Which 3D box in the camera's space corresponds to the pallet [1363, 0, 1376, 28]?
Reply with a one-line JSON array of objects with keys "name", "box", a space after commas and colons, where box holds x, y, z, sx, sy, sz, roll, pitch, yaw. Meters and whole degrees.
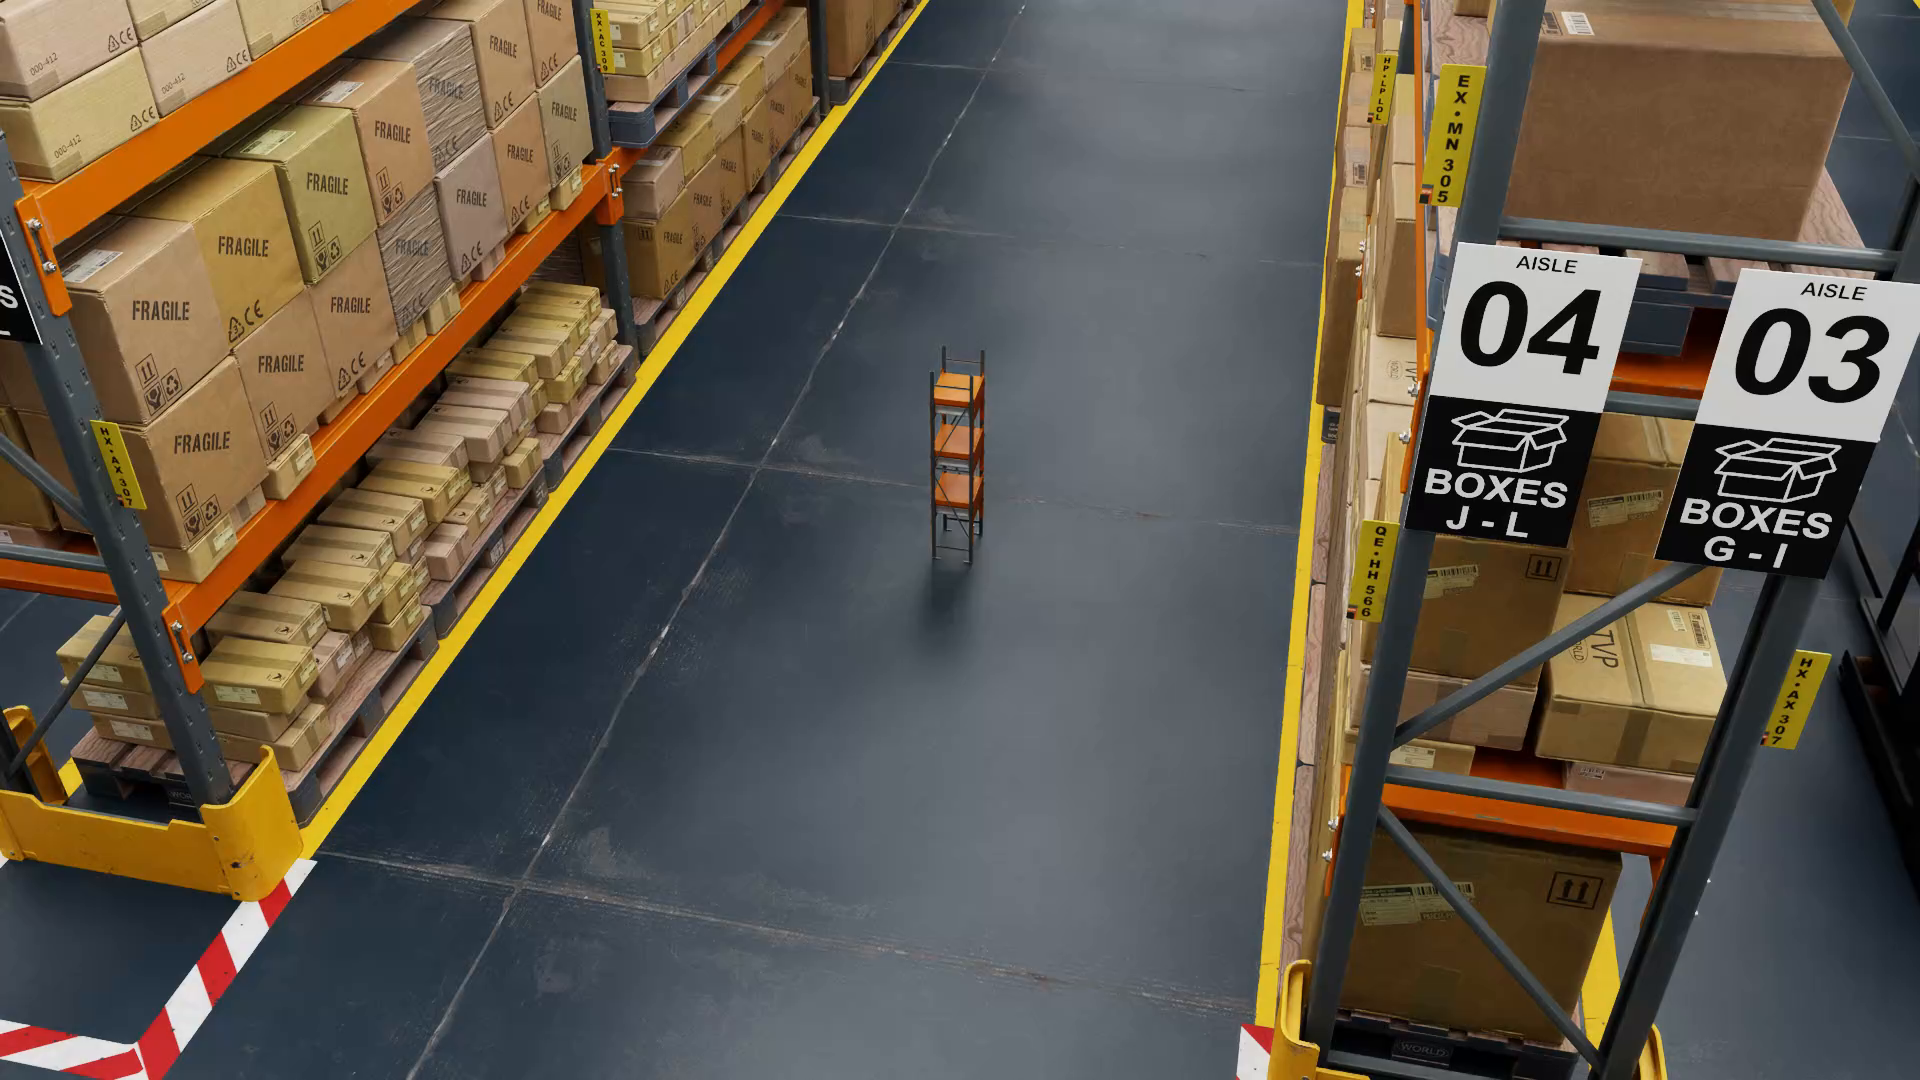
[{"name": "pallet", "box": [4.017, -4.578, 14.387, 1.003, 0.211, 1.213, 7, 37, 10]}]

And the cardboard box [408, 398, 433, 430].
[{"name": "cardboard box", "box": [-2.866, -0.606, 8.348, 0.380, 0.149, 0.250, 9, 37, 12]}]

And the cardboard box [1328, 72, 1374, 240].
[{"name": "cardboard box", "box": [2.962, -2.267, 10.275, 1.225, 0.875, 0.875, 7, 37, 10]}]

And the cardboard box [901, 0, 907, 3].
[{"name": "cardboard box", "box": [-0.897, -5.173, 14.391, 1.050, 0.750, 0.750, 7, 37, 10]}]

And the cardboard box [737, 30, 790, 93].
[{"name": "cardboard box", "box": [-1.484, -3.286, 11.361, 0.500, 0.250, 0.500, 8, 37, 11]}]

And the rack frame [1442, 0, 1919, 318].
[{"name": "rack frame", "box": [1.619, -1.703, 2.932, 1.000, 3.000, 0.127, 7, 37, 10]}]

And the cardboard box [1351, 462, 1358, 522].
[{"name": "cardboard box", "box": [1.644, -0.152, 6.118, 0.380, 0.149, 0.250, 7, 37, 10]}]

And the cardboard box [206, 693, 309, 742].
[{"name": "cardboard box", "box": [-2.843, 0.642, 6.627, 0.380, 0.149, 0.250, 9, 37, 12]}]

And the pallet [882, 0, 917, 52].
[{"name": "pallet", "box": [-0.992, -4.551, 14.349, 1.003, 0.211, 1.213, 7, 37, 10]}]

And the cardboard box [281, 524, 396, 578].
[{"name": "cardboard box", "box": [-2.669, 0.078, 7.151, 0.380, 0.149, 0.250, 6, 36, 8]}]

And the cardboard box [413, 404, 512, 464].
[{"name": "cardboard box", "box": [-2.380, -0.510, 7.962, 0.380, 0.149, 0.250, 6, 36, 8]}]

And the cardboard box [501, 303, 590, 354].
[{"name": "cardboard box", "box": [-2.189, -1.116, 8.798, 0.380, 0.149, 0.250, 8, 37, 11]}]

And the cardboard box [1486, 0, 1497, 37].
[{"name": "cardboard box", "box": [1.978, -1.655, 4.893, 0.700, 0.500, 0.500, 5, 36, 7]}]

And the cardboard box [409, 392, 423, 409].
[{"name": "cardboard box", "box": [-2.917, -0.742, 8.283, 0.380, 0.149, 0.250, 8, 37, 11]}]

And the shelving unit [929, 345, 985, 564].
[{"name": "shelving unit", "box": [-0.011, -0.394, 7.900, 0.215, 1.050, 0.252, 7, 37, 10]}]

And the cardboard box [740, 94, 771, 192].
[{"name": "cardboard box", "box": [-1.593, -2.686, 11.172, 0.500, 0.500, 0.500, 6, 36, 8]}]

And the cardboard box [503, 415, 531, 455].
[{"name": "cardboard box", "box": [-2.378, -0.570, 8.299, 0.380, 0.149, 0.250, 8, 37, 11]}]

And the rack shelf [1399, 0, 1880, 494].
[{"name": "rack shelf", "box": [2.046, -1.344, 5.605, 1.077, 0.370, 4.000, 7, 37, 10]}]

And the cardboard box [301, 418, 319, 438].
[{"name": "cardboard box", "box": [-2.771, -0.461, 6.544, 0.380, 0.149, 0.250, 9, 37, 12]}]

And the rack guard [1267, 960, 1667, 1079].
[{"name": "rack guard", "box": [1.613, 1.752, 5.407, 1.175, 0.500, 0.348, 7, 37, 10]}]

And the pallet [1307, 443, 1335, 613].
[{"name": "pallet", "box": [2.234, -0.012, 8.087, 1.003, 0.211, 1.213, 7, 37, 10]}]

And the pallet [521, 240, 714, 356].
[{"name": "pallet", "box": [-2.186, -1.565, 10.229, 1.003, 0.211, 1.213, 7, 37, 10]}]

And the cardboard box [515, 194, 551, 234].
[{"name": "cardboard box", "box": [-2.247, -1.645, 8.178, 0.380, 0.149, 0.250, 9, 37, 12]}]

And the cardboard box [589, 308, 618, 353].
[{"name": "cardboard box", "box": [-2.108, -1.163, 9.116, 0.380, 0.149, 0.250, 8, 37, 11]}]

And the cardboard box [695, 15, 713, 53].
[{"name": "cardboard box", "box": [-1.652, -2.930, 9.593, 0.380, 0.149, 0.250, 8, 37, 10]}]

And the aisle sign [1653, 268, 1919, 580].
[{"name": "aisle sign", "box": [1.896, -0.248, 3.821, 0.394, 0.787, 0.004, 7, 37, 10]}]

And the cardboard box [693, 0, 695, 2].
[{"name": "cardboard box", "box": [-1.651, -3.175, 9.423, 0.380, 0.149, 0.250, 7, 36, 9]}]

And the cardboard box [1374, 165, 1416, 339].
[{"name": "cardboard box", "box": [1.902, -1.108, 6.458, 0.500, 0.500, 0.500, 6, 36, 8]}]

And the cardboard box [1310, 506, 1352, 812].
[{"name": "cardboard box", "box": [1.871, 0.517, 6.433, 0.875, 0.875, 0.875, 7, 37, 10]}]

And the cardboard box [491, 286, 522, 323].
[{"name": "cardboard box", "box": [-2.627, -1.332, 9.097, 0.380, 0.149, 0.250, 9, 37, 12]}]

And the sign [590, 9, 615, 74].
[{"name": "sign", "box": [-1.819, -2.534, 8.453, 0.100, 0.325, 0.005, 7, 37, 10]}]

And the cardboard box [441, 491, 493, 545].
[{"name": "cardboard box", "box": [-2.463, -0.118, 7.929, 0.380, 0.149, 0.250, 7, 37, 10]}]

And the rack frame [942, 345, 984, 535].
[{"name": "rack frame", "box": [0.015, -0.464, 7.996, 0.200, 1.050, 0.008, 7, 37, 10]}]

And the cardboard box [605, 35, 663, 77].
[{"name": "cardboard box", "box": [-1.818, -2.604, 8.890, 0.380, 0.149, 0.250, 8, 37, 11]}]

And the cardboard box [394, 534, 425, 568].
[{"name": "cardboard box", "box": [-2.639, 0.043, 7.453, 0.380, 0.149, 0.250, 6, 36, 8]}]

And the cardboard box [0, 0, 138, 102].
[{"name": "cardboard box", "box": [-2.856, -1.535, 4.958, 0.500, 0.250, 0.500, 8, 37, 11]}]

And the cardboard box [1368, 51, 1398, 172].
[{"name": "cardboard box", "box": [2.418, -2.193, 8.635, 0.500, 0.500, 0.500, 8, 37, 11]}]

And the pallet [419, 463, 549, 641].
[{"name": "pallet", "box": [-2.718, -0.027, 8.107, 1.003, 0.211, 1.213, 7, 37, 10]}]

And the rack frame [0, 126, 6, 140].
[{"name": "rack frame", "box": [-3.205, -2.383, 3.870, 1.000, 3.000, 0.127, 7, 37, 10]}]

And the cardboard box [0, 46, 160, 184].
[{"name": "cardboard box", "box": [-2.860, -1.333, 5.105, 0.500, 0.250, 0.500, 9, 37, 12]}]

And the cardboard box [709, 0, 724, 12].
[{"name": "cardboard box", "box": [-1.599, -3.205, 9.719, 0.380, 0.149, 0.250, 9, 37, 12]}]

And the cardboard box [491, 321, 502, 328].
[{"name": "cardboard box", "box": [-2.741, -1.216, 9.189, 0.380, 0.149, 0.250, 9, 37, 12]}]

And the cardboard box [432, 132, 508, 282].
[{"name": "cardboard box", "box": [-2.398, -1.513, 7.443, 0.500, 0.500, 0.500, 7, 37, 10]}]

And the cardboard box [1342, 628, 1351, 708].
[{"name": "cardboard box", "box": [1.427, 0.433, 5.311, 0.380, 0.149, 0.250, 8, 37, 10]}]

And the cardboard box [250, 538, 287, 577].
[{"name": "cardboard box", "box": [-3.182, 0.012, 7.241, 0.380, 0.149, 0.250, 6, 36, 8]}]

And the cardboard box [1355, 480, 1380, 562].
[{"name": "cardboard box", "box": [1.572, 0.064, 5.480, 0.500, 0.250, 0.500, 7, 36, 9]}]

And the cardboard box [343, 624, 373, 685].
[{"name": "cardboard box", "box": [-2.758, 0.467, 7.122, 0.380, 0.149, 0.250, 8, 37, 10]}]

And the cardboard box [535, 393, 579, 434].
[{"name": "cardboard box", "box": [-2.232, -0.697, 8.727, 0.380, 0.149, 0.250, 6, 36, 8]}]

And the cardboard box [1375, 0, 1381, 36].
[{"name": "cardboard box", "box": [2.850, -3.361, 10.246, 0.500, 0.500, 0.500, 6, 36, 9]}]

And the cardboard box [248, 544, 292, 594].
[{"name": "cardboard box", "box": [-3.104, 0.132, 7.329, 0.380, 0.149, 0.250, 7, 37, 9]}]

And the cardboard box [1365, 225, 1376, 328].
[{"name": "cardboard box", "box": [2.006, -1.106, 7.095, 0.500, 0.250, 0.500, 7, 37, 10]}]

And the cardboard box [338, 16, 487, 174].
[{"name": "cardboard box", "box": [-2.416, -1.921, 7.154, 0.500, 0.500, 0.500, 8, 37, 11]}]

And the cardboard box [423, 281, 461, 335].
[{"name": "cardboard box", "box": [-2.447, -1.047, 7.353, 0.380, 0.149, 0.250, 8, 37, 11]}]

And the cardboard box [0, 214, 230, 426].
[{"name": "cardboard box", "box": [-2.850, -0.744, 5.530, 0.500, 0.500, 0.500, 7, 37, 10]}]

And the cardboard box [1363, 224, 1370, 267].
[{"name": "cardboard box", "box": [2.085, -1.338, 7.754, 0.380, 0.149, 0.250, 7, 37, 10]}]

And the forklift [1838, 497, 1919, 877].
[{"name": "forklift", "box": [4.389, -0.318, 6.191, 1.130, 2.935, 3.031, 6, 36, 9]}]

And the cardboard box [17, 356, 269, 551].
[{"name": "cardboard box", "box": [-2.840, -0.338, 5.821, 0.500, 0.500, 0.500, 9, 37, 12]}]

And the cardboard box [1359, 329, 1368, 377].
[{"name": "cardboard box", "box": [1.864, -0.738, 6.927, 0.380, 0.149, 0.250, 7, 36, 9]}]

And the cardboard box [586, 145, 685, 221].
[{"name": "cardboard box", "box": [-1.935, -2.099, 9.723, 0.500, 0.250, 0.500, 6, 36, 8]}]
